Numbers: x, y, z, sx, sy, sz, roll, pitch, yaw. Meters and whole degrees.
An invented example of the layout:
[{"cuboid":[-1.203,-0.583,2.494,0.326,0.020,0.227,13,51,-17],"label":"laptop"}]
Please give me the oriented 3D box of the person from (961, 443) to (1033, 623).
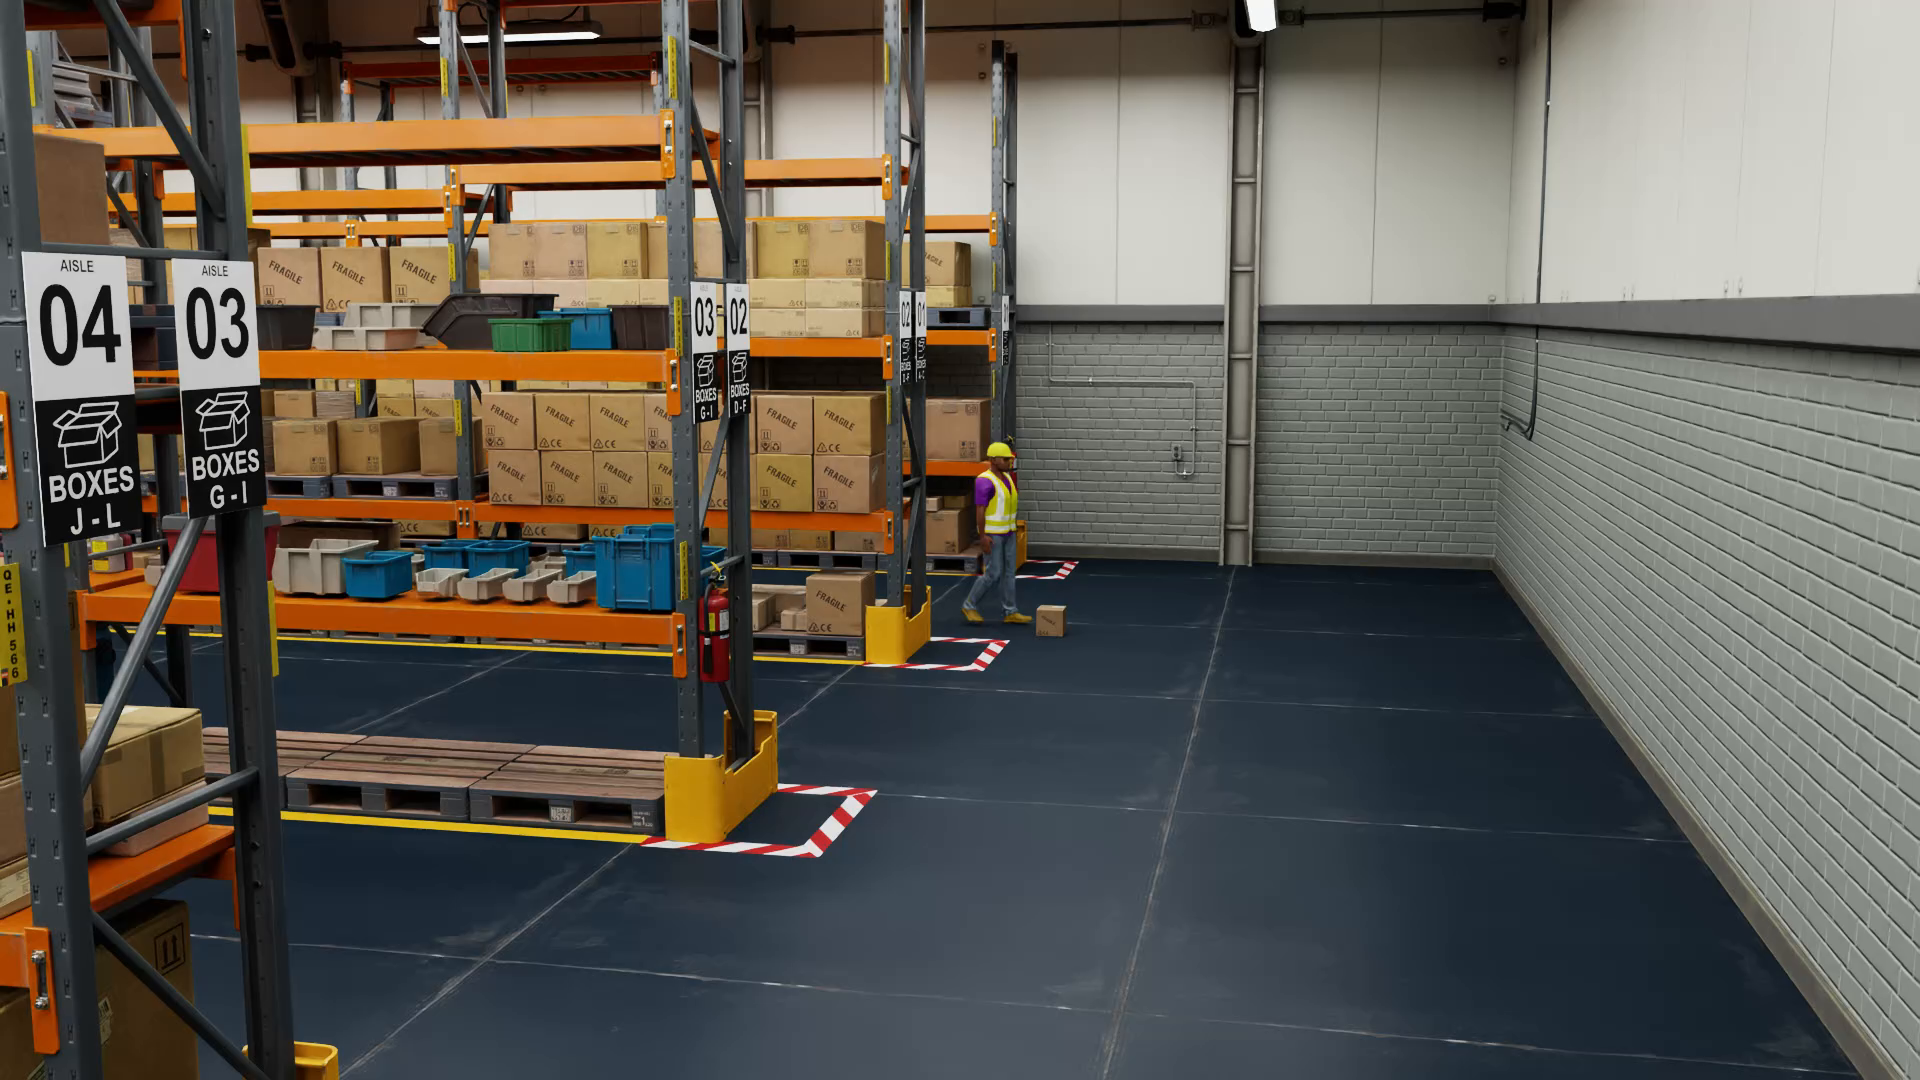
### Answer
[{"cuboid":[0.367,-0.058,16.111,0.665,1.767,0.594,5,9,33],"label":"person"}]
